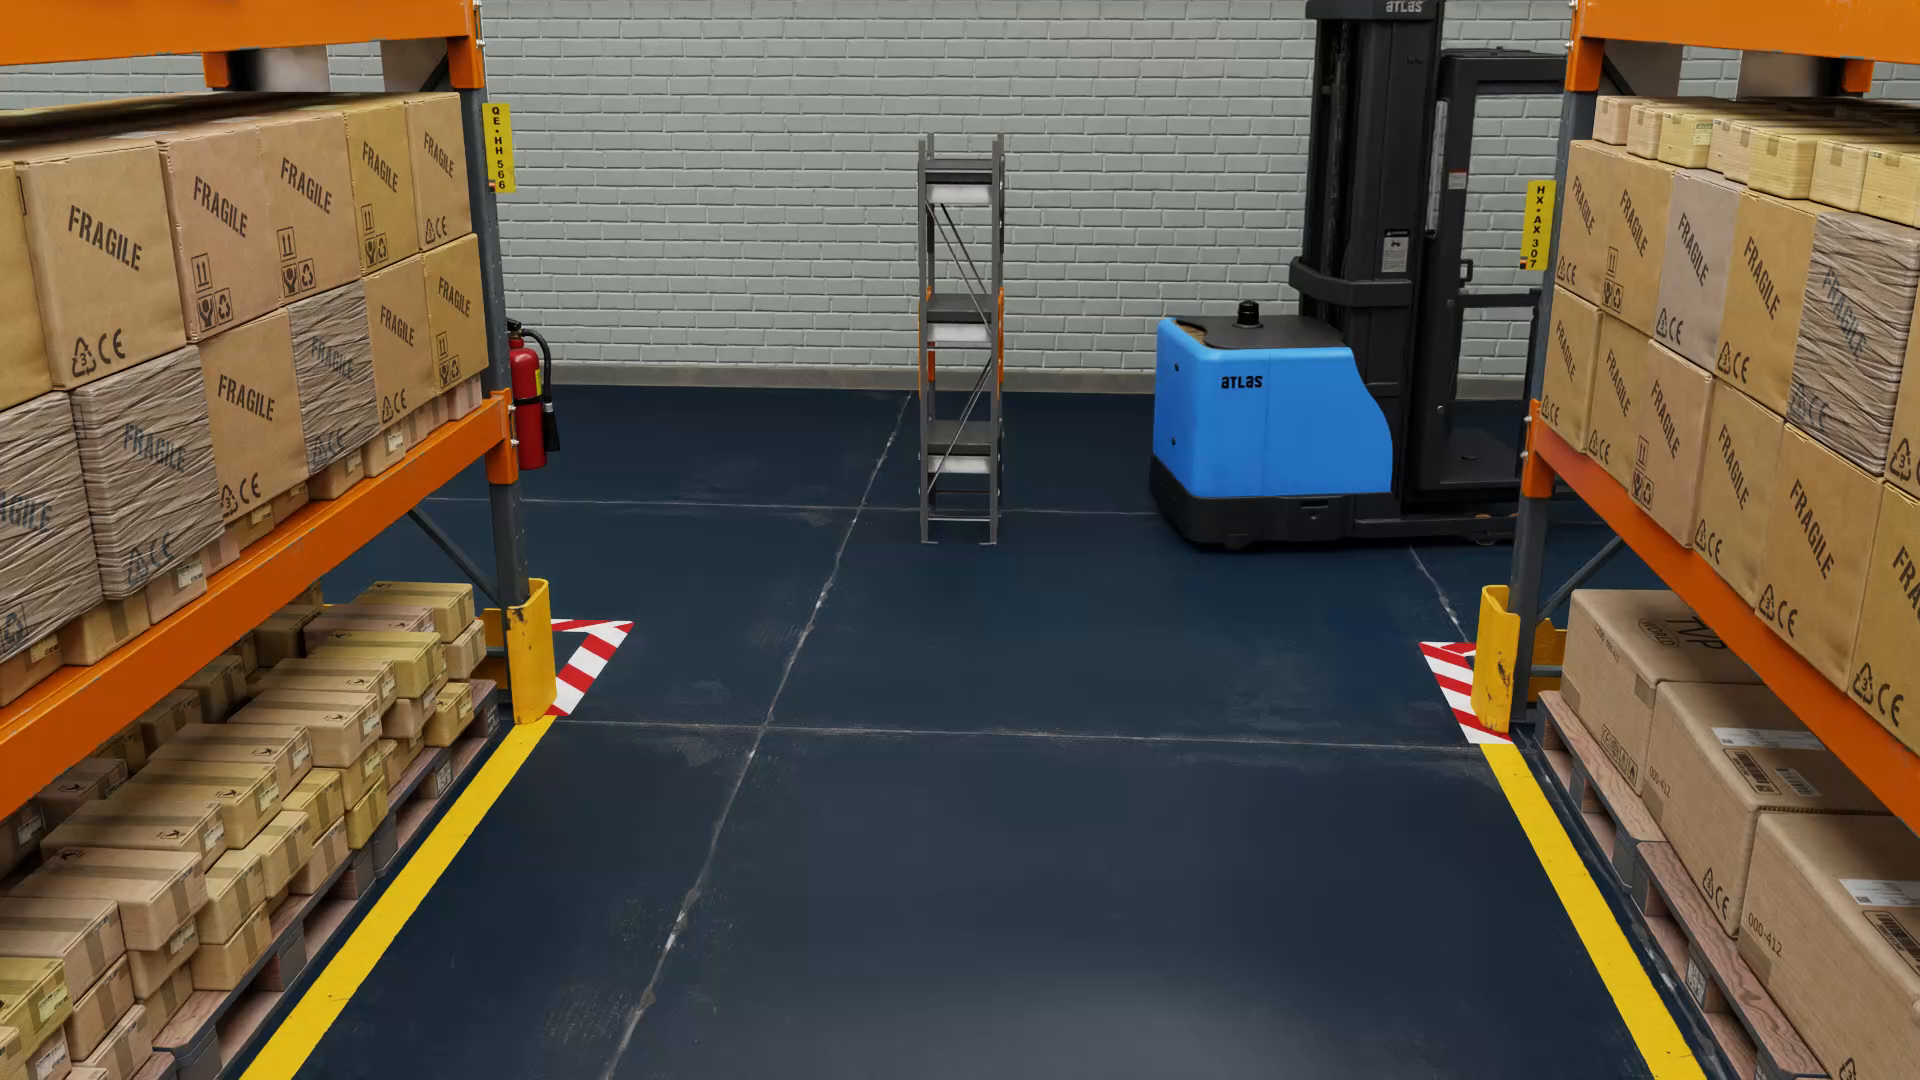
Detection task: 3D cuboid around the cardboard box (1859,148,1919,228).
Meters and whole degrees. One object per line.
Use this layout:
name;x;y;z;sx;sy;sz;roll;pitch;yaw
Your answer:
cardboard box;2.252;-0.782;3.683;0.380;0.149;0.250;1;18;3

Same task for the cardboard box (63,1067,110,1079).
cardboard box;-2.220;1.357;3.869;0.380;0.149;0.250;1;18;4

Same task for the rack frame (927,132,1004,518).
rack frame;0.029;-1.125;8.984;0.400;2.100;0.015;1;18;4

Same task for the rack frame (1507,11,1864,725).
rack frame;2.680;-0.695;6.226;1.000;3.000;0.127;1;18;4

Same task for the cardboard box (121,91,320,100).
cardboard box;-2.562;-1.304;5.842;0.500;0.500;0.500;1;18;4

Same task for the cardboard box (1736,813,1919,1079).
cardboard box;2.609;1.095;4.204;0.875;0.438;0.875;1;18;2

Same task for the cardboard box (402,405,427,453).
cardboard box;-2.064;-0.392;5.706;0.380;0.149;0.250;1;18;3

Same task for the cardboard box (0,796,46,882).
cardboard box;-2.765;0.818;4.558;0.380;0.149;0.250;1;18;2

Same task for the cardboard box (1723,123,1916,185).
cardboard box;2.270;-1.019;4.407;0.380;0.149;0.250;1;18;4

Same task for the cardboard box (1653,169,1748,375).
cardboard box;2.302;-0.754;4.640;0.500;0.500;0.500;1;18;3

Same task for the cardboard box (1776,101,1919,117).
cardboard box;2.860;-1.330;5.357;0.380;0.149;0.250;2;18;5

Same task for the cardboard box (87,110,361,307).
cardboard box;-2.114;-0.971;4.825;0.500;0.500;0.500;2;18;7

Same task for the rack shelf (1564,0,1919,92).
rack shelf;2.536;-1.157;3.975;1.077;0.370;4.000;1;18;4

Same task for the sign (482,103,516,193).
sign;-1.713;-1.456;6.181;0.100;0.325;0.005;1;18;4

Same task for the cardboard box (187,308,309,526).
cardboard box;-2.155;-0.345;4.521;0.500;0.500;0.500;2;18;7

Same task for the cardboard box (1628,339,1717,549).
cardboard box;2.296;-0.284;4.813;0.500;0.500;0.500;1;18;4

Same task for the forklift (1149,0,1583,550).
forklift;2.639;-1.524;8.868;3.031;2.935;1.130;-2;18;-7

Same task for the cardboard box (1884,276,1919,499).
cardboard box;2.196;-0.285;3.210;0.500;0.500;0.500;1;18;3

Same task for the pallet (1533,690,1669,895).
pallet;2.700;0.881;5.897;1.003;0.211;1.213;1;18;4

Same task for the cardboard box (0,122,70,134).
cardboard box;-2.684;-0.828;4.389;0.500;0.500;0.500;1;18;2

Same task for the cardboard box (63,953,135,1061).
cardboard box;-2.274;1.136;4.065;0.380;0.149;0.250;0;18;1

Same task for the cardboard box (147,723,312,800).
cardboard box;-2.192;0.672;5.004;0.380;0.149;0.250;1;18;2

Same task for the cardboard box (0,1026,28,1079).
cardboard box;-2.241;1.154;3.531;0.380;0.149;0.250;2;18;7

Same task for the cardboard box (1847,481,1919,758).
cardboard box;2.203;0.190;3.364;0.500;0.500;0.500;1;18;3

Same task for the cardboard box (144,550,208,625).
cardboard box;-2.159;0.097;4.213;0.380;0.149;0.250;2;18;6

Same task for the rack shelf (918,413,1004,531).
rack shelf;0.012;-0.371;8.975;0.431;0.518;0.480;1;18;4

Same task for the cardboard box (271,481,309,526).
cardboard box;-2.187;-0.149;4.963;0.380;0.149;0.250;1;18;2

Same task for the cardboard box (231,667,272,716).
cardboard box;-2.564;0.559;5.827;0.380;0.149;0.250;2;18;5

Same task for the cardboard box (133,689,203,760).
cardboard box;-2.651;0.582;5.277;0.380;0.149;0.250;2;18;6

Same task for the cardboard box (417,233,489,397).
cardboard box;-2.040;-0.817;5.962;0.500;0.500;0.500;2;18;5

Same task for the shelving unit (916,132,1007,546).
shelving unit;0.012;-1.049;8.753;0.431;2.100;0.503;1;18;4

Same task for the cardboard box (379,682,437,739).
cardboard box;-2.053;0.572;5.787;0.380;0.149;0.250;1;18;2

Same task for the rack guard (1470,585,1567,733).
rack guard;2.681;0.486;6.638;1.175;0.500;0.348;1;18;4

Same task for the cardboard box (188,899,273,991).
cardboard box;-2.152;1.114;4.610;0.380;0.149;0.250;1;18;2

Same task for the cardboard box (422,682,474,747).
cardboard box;-2.012;0.632;6.082;0.380;0.149;0.250;2;18;6

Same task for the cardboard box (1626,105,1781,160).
cardboard box;2.297;-1.260;5.144;0.380;0.149;0.250;2;18;6

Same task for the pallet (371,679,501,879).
pallet;-2.364;0.826;6.062;1.003;0.211;1.213;1;18;4

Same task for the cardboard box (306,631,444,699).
cardboard box;-2.017;0.429;5.746;0.380;0.149;0.250;1;18;3

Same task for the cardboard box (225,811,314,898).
cardboard box;-2.107;0.898;4.791;0.380;0.149;0.250;1;18;4

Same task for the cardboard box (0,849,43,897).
cardboard box;-2.684;0.971;4.567;0.380;0.149;0.250;0;18;1

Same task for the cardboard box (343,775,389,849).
cardboard box;-2.077;0.869;5.356;0.380;0.149;0.250;0;18;1

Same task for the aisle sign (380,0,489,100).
aisle sign;-1.960;-2.025;6.111;0.394;0.787;0.004;1;18;4

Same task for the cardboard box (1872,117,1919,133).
cardboard box;2.776;-1.091;4.628;0.380;0.149;0.250;1;18;3

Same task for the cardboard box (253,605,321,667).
cardboard box;-2.541;0.342;6.010;0.380;0.149;0.250;2;18;5

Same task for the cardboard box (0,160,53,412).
cardboard box;-2.254;-0.491;3.362;0.500;0.500;0.500;1;18;2

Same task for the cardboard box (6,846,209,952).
cardboard box;-2.177;0.916;4.259;0.380;0.149;0.250;2;18;5
